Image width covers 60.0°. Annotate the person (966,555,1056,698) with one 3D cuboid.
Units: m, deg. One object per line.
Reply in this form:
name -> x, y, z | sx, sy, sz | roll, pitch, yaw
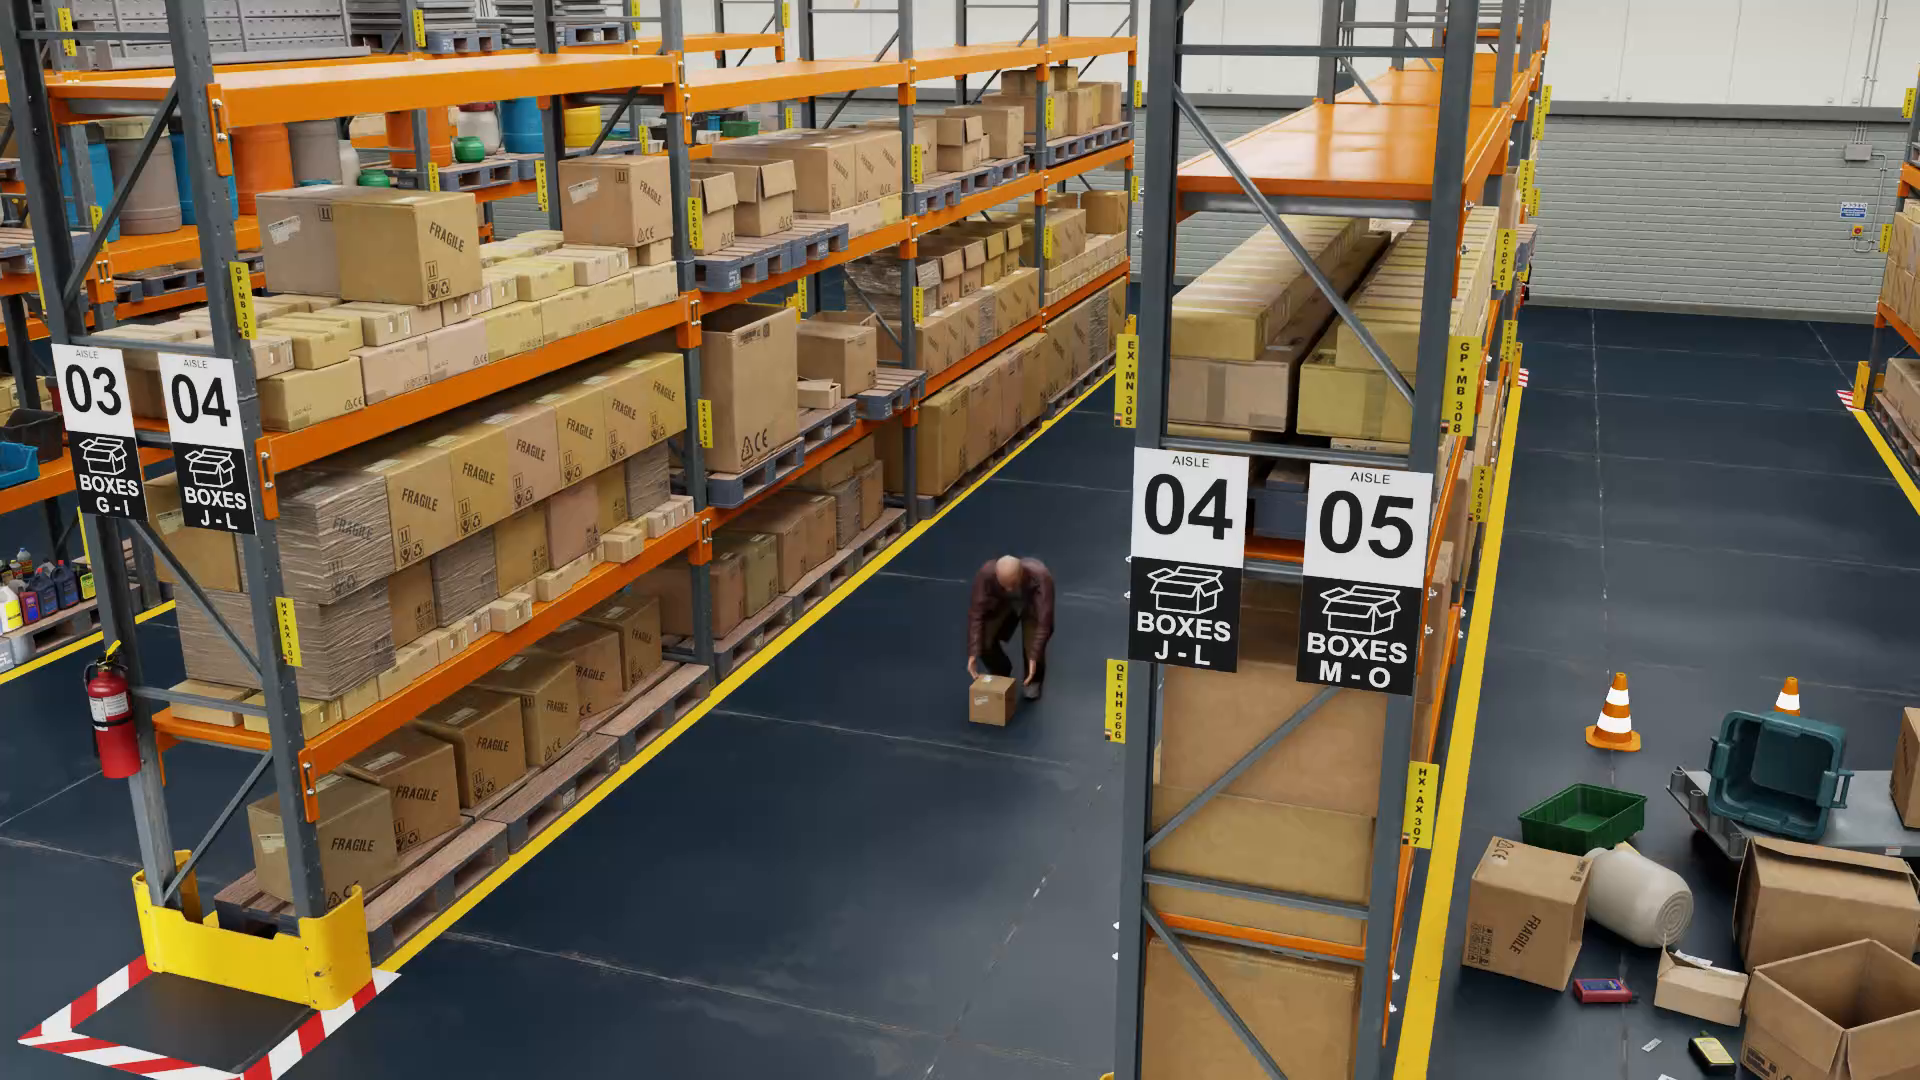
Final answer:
person -> 0.386, 0.549, 11.479 | 0.619, 1.118, 0.855 | 6, 19, 18
